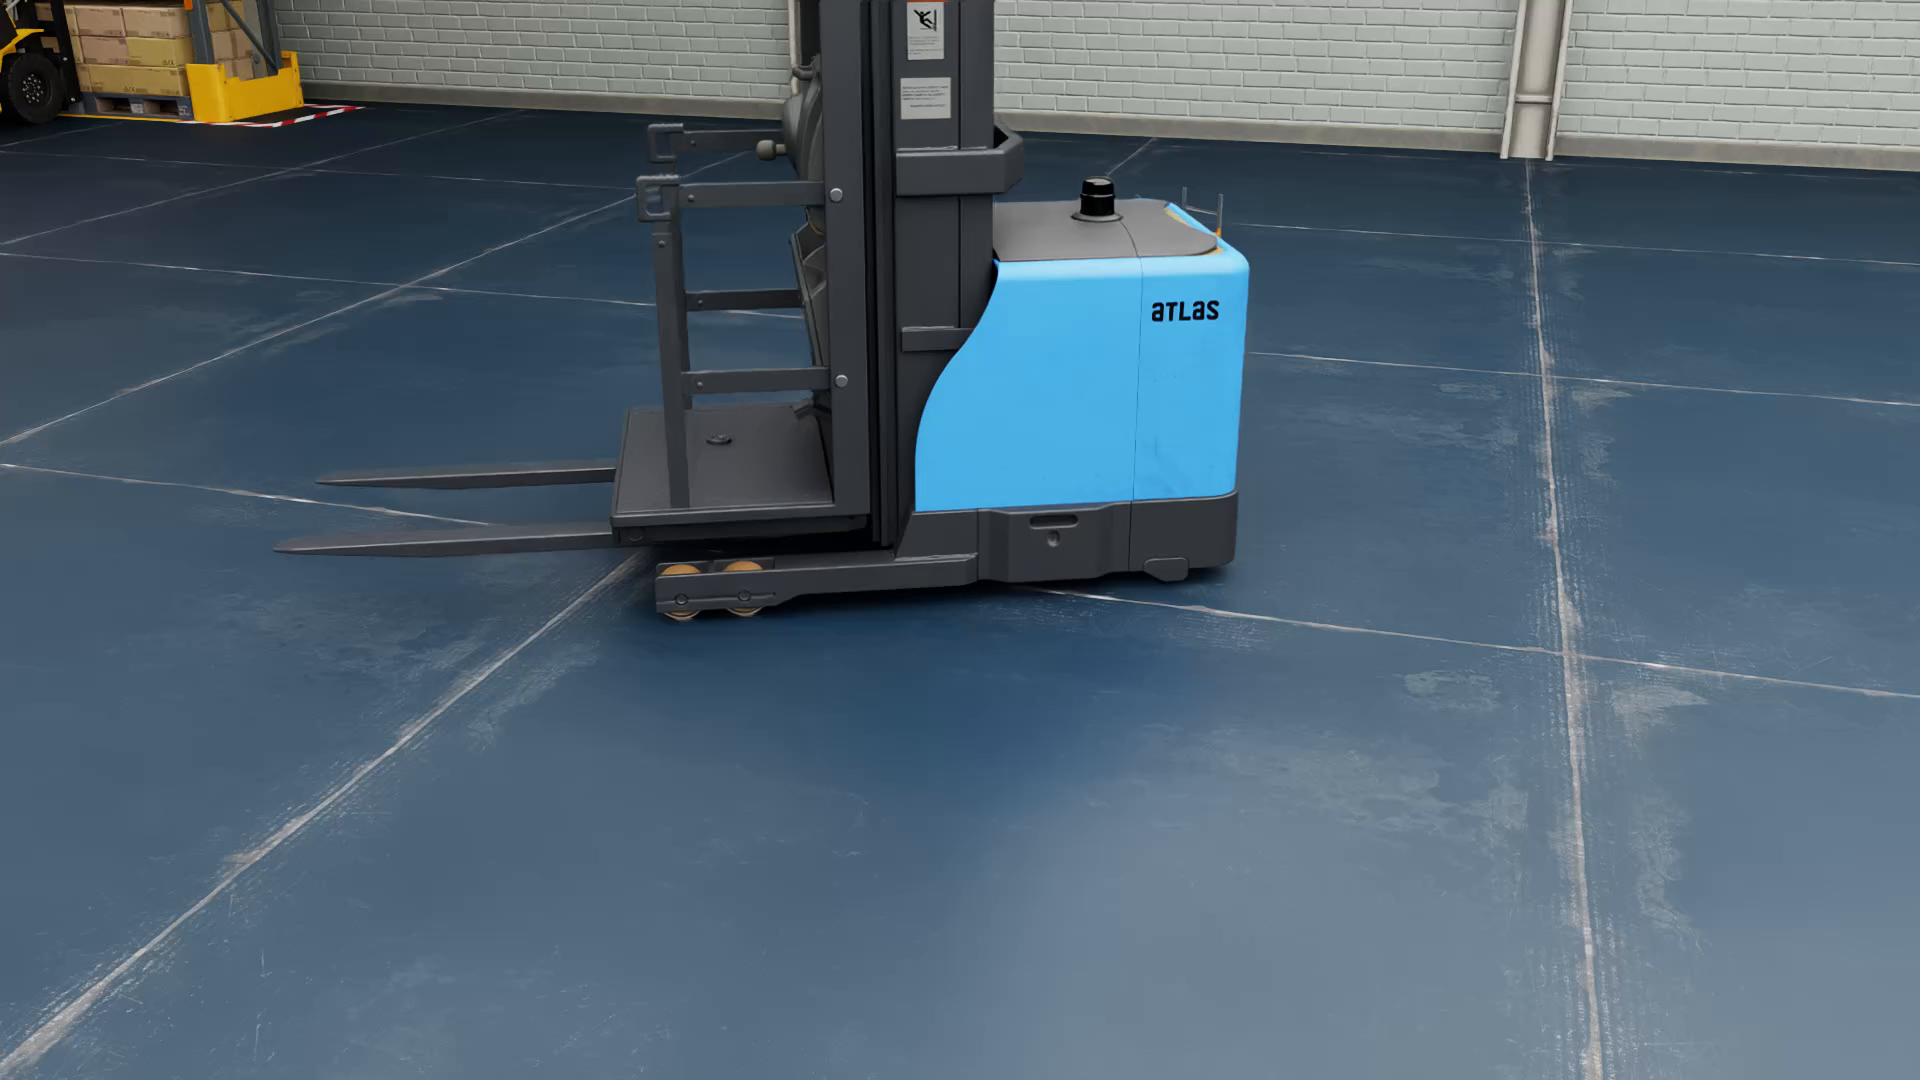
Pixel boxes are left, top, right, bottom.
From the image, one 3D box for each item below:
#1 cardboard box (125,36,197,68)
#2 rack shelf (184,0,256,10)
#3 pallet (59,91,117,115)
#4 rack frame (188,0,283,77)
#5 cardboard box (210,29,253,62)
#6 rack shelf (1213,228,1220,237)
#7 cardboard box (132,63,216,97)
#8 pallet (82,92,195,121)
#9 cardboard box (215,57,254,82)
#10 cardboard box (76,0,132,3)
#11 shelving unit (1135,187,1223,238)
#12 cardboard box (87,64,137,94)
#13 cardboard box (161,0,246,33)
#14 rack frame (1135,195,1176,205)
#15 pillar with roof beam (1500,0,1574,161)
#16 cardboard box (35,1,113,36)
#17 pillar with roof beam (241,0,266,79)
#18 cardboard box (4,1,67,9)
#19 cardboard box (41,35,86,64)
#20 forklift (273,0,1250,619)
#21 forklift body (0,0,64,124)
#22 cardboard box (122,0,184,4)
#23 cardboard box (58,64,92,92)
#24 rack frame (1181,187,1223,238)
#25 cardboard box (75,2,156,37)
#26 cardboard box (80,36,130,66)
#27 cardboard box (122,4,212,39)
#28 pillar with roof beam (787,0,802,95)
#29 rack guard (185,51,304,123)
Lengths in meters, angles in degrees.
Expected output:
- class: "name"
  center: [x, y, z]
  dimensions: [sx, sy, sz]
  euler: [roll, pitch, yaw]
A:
- class: "cardboard box"
  center: [-7.148, -4.438, 15.047]
  dimensions: [0.500, 0.250, 0.500]
  euler: [6, 23, 15]
- class: "rack shelf"
  center: [-8.507, -5.231, 15.518]
  dimensions: [4.000, 0.370, 1.077]
  euler: [7, 23, 16]
- class: "pallet"
  center: [-8.500, -4.257, 15.871]
  dimensions: [1.213, 0.211, 1.003]
  euler: [7, 23, 15]
- class: "rack frame"
  center: [-6.592, -5.344, 14.847]
  dimensions: [0.127, 3.000, 1.000]
  euler: [7, 23, 16]
- class: "cardboard box"
  center: [-6.982, -4.625, 15.503]
  dimensions: [0.500, 0.250, 0.500]
  euler: [7, 23, 16]
- class: "rack shelf"
  center: [0.802, -1.030, 6.177]
  dimensions: [0.240, 0.259, 0.215]
  euler: [-17, 28, -35]
- class: "cardboard box"
  center: [-7.133, -4.203, 15.134]
  dimensions: [0.500, 0.250, 0.500]
  euler: [7, 23, 16]
- class: "pallet"
  center: [-7.336, -4.123, 15.543]
  dimensions: [1.213, 0.211, 1.003]
  euler: [7, 23, 16]
- class: "cardboard box"
  center: [-7.006, -4.391, 15.593]
  dimensions: [0.500, 0.250, 0.500]
  euler: [7, 23, 16]
- class: "cardboard box"
  center: [-7.952, -4.963, 15.668]
  dimensions: [0.500, 0.250, 0.500]
  euler: [6, 23, 15]
- class: "shelving unit"
  center: [0.802, -0.777, 6.281]
  dimensions: [0.252, 1.050, 0.215]
  euler: [-17, 28, -35]
- class: "cardboard box"
  center: [-7.606, -4.261, 15.276]
  dimensions: [0.500, 0.250, 0.500]
  euler: [7, 23, 15]
- class: "cardboard box"
  center: [-6.997, -4.851, 15.395]
  dimensions: [0.500, 0.250, 0.500]
  euler: [6, 23, 15]
- class: "rack frame"
  center: [0.706, -0.748, 6.211]
  dimensions: [0.008, 1.050, 0.200]
  euler: [-17, 28, -35]
- class: "pillar with roof beam"
  center: [3.247, -5.644, 7.672]
  dimensions: [0.400, 9.000, 9.100]
  euler: [7, 23, 16]
- class: "cardboard box"
  center: [-8.099, -4.772, 15.203]
  dimensions: [0.500, 0.250, 0.500]
  euler: [7, 23, 16]
- class: "pillar with roof beam"
  center: [-8.242, -6.960, 10.879]
  dimensions: [0.400, 9.000, 9.100]
  euler: [7, 23, 16]
- class: "cardboard box"
  center: [-8.582, -4.830, 15.345]
  dimensions: [0.500, 0.250, 0.500]
  euler: [6, 23, 14]
- class: "cardboard box"
  center: [-8.126, -4.545, 15.310]
  dimensions: [0.500, 0.250, 0.500]
  euler: [6, 23, 14]
- class: "forklift"
  center: [-0.658, -1.324, 5.135]
  dimensions: [3.031, 2.935, 1.130]
  euler: [-3, 23, -7]
- class: "forklift body"
  center: [-8.934, -4.497, 13.898]
  dimensions: [1.214, 2.155, 2.313]
  euler: [7, 23, 16]
- class: "cardboard box"
  center: [-7.477, -4.904, 15.525]
  dimensions: [0.500, 0.250, 0.500]
  euler: [7, 23, 16]
- class: "cardboard box"
  center: [-8.083, -4.319, 15.417]
  dimensions: [0.500, 0.250, 0.500]
  euler: [7, 23, 16]
- class: "rack frame"
  center: [0.897, -0.806, 6.351]
  dimensions: [0.008, 1.050, 0.200]
  euler: [-17, 28, -35]
- class: "cardboard box"
  center: [-7.613, -4.720, 15.077]
  dimensions: [0.500, 0.250, 0.500]
  euler: [7, 23, 16]
- class: "cardboard box"
  center: [-7.625, -4.497, 15.190]
  dimensions: [0.500, 0.250, 0.500]
  euler: [6, 23, 15]
- class: "cardboard box"
  center: [-7.123, -4.666, 14.946]
  dimensions: [0.500, 0.250, 0.500]
  euler: [7, 23, 17]
- class: "pillar with roof beam"
  center: [-2.497, -6.302, 9.276]
  dimensions: [0.400, 9.000, 9.100]
  euler: [7, 23, 16]
- class: "rack guard"
  center: [-6.569, -4.185, 15.314]
  dimensions: [0.348, 0.500, 1.175]
  euler: [7, 23, 16]
